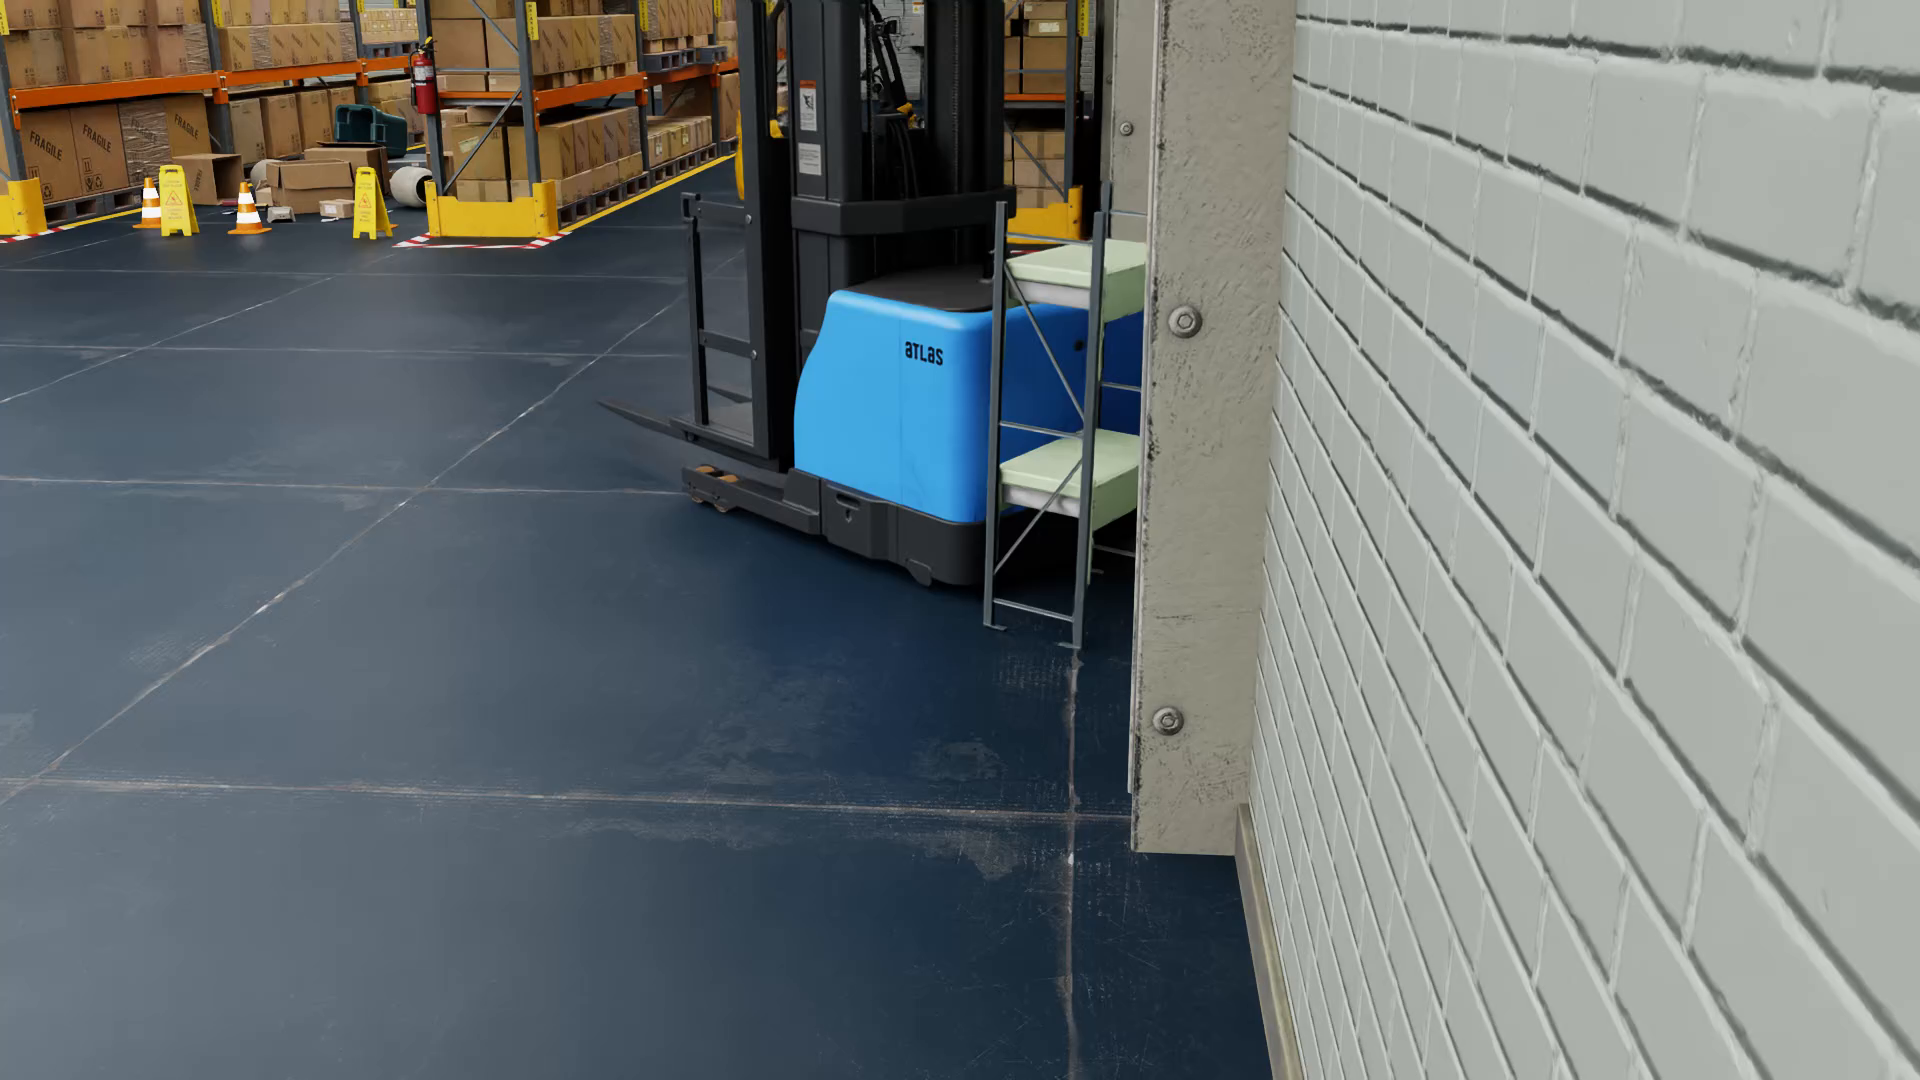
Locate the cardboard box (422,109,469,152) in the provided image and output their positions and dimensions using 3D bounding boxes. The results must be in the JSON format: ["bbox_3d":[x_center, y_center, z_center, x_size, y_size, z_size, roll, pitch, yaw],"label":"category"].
[{"bbox_3d":[-5.908,-4.743,19.380,0.500,0.500,0.500,1,18,4],"label":"cardboard box"}]

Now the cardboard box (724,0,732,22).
[{"bbox_3d":[-3.539,-7.608,23.558,0.500,0.500,0.500,1,18,4],"label":"cardboard box"}]

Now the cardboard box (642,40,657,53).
[{"bbox_3d":[-3.776,-5.786,19.492,0.380,0.149,0.250,2,18,5],"label":"cardboard box"}]

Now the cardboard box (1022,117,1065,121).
[{"bbox_3d":[0.879,-4.171,16.972,0.500,0.250,0.500,1,18,3],"label":"cardboard box"}]

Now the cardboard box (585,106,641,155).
[{"bbox_3d":[-3.906,-4.600,18.683,0.500,0.500,0.500,1,18,3],"label":"cardboard box"}]

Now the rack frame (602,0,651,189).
[{"bbox_3d":[-4.131,-5.541,19.016,1.000,3.000,0.127,1,18,4],"label":"rack frame"}]

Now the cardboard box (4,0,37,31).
[{"bbox_3d":[-9.297,-5.077,15.624,0.875,0.550,0.550,1,18,4],"label":"cardboard box"}]

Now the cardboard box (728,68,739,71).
[{"bbox_3d":[-3.579,-6.740,25.414,0.875,0.875,0.875,2,18,6],"label":"cardboard box"}]

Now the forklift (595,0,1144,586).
[{"bbox_3d":[-0.591,-1.603,7.108,1.130,2.935,3.031,-15,24,-39],"label":"forklift"}]

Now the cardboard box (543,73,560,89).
[{"bbox_3d":[-4.083,-4.439,16.058,0.380,0.149,0.250,1,18,2],"label":"cardboard box"}]

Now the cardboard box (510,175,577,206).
[{"bbox_3d":[-4.084,-3.436,16.333,0.500,0.250,0.500,1,18,3],"label":"cardboard box"}]

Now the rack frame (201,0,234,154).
[{"bbox_3d":[-9.075,-5.620,19.257,1.000,3.000,0.127,1,18,4],"label":"rack frame"}]

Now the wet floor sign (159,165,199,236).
[{"bbox_3d":[-7.389,-3.206,15.670,0.267,0.644,0.232,-2,18,-6],"label":"wet floor sign"}]

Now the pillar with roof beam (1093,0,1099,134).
[{"bbox_3d":[-1.951,-11.059,26.222,9.100,9.000,0.400,1,18,4],"label":"pillar with roof beam"}]

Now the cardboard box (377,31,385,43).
[{"bbox_3d":[-8.517,-7.244,23.943,0.380,0.149,0.250,2,18,7],"label":"cardboard box"}]

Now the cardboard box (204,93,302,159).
[{"bbox_3d":[-9.048,-5.245,21.051,1.050,0.750,0.750,1,18,4],"label":"cardboard box"}]

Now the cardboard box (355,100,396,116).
[{"bbox_3d":[-8.484,-6.088,24.026,0.500,0.500,0.500,1,18,2],"label":"cardboard box"}]

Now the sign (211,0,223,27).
[{"bbox_3d":[-8.522,-6.057,19.074,0.100,0.325,0.005,1,18,4],"label":"sign"}]

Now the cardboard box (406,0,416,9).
[{"bbox_3d":[-8.738,-8.921,27.086,0.500,0.500,0.500,1,18,2],"label":"cardboard box"}]

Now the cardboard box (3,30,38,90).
[{"bbox_3d":[-9.381,-4.565,15.797,0.875,0.550,0.550,1,18,4],"label":"cardboard box"}]

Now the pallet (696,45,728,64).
[{"bbox_3d":[-3.789,-6.468,22.154,1.213,0.211,1.003,1,18,4],"label":"pallet"}]

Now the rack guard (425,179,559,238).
[{"bbox_3d":[-4.412,-3.134,15.686,1.175,0.500,0.348,1,18,4],"label":"rack guard"}]

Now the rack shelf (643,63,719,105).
[{"bbox_3d":[-3.987,-5.820,21.024,1.077,0.370,4.000,1,18,4],"label":"rack shelf"}]

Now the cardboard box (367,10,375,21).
[{"bbox_3d":[-8.546,-7.448,23.610,0.380,0.149,0.250,1,18,2],"label":"cardboard box"}]

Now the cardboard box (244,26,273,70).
[{"bbox_3d":[-8.734,-5.982,20.200,0.500,0.500,0.500,1,18,4],"label":"cardboard box"}]

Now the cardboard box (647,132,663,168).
[{"bbox_3d":[-4.096,-4.655,19.857,0.950,0.372,0.625,2,18,5],"label":"cardboard box"}]

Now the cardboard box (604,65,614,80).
[{"bbox_3d":[-3.919,-4.999,17.766,0.380,0.149,0.250,1,18,3],"label":"cardboard box"}]

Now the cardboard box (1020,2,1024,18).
[{"bbox_3d":[0.420,-5.037,15.798,0.380,0.149,0.250,1,18,4],"label":"cardboard box"}]

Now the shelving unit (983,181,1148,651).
[{"bbox_3d":[0.473,-0.462,5.904,0.431,1.500,0.755,13,22,31],"label":"shelving unit"}]

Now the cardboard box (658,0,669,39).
[{"bbox_3d":[-3.776,-6.224,19.788,0.500,0.500,0.500,1,18,4],"label":"cardboard box"}]

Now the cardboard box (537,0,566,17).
[{"bbox_3d":[-4.447,-5.596,16.939,0.700,0.500,0.500,1,18,4],"label":"cardboard box"}]

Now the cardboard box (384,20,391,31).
[{"bbox_3d":[-8.503,-7.475,24.170,0.380,0.149,0.250,1,18,4],"label":"cardboard box"}]

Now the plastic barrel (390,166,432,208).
[{"bbox_3d":[-5.780,-3.750,17.687,0.512,0.421,0.421,17,25,41],"label":"plastic barrel"}]

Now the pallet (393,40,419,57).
[{"bbox_3d":[-8.688,-7.387,24.958,1.003,0.211,1.213,1,18,4],"label":"pallet"}]

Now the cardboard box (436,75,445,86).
[{"bbox_3d":[-8.303,-7.236,26.324,0.500,0.250,0.500,1,18,2],"label":"cardboard box"}]

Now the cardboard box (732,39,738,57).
[{"bbox_3d":[-3.495,-7.181,24.262,0.500,0.250,0.500,2,18,6],"label":"cardboard box"}]

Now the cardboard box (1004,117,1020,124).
[{"bbox_3d":[0.356,-4.180,16.998,0.500,0.250,0.500,1,18,3],"label":"cardboard box"}]

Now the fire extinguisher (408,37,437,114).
[{"bbox_3d":[-4.885,-4.237,15.159,0.296,0.674,0.183,1,18,4],"label":"fire extinguisher"}]

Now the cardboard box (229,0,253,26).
[{"bbox_3d":[-9.011,-6.457,20.045,0.700,0.500,0.500,1,18,3],"label":"cardboard box"}]

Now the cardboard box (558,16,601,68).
[{"bbox_3d":[-4.009,-5.106,17.049,0.500,0.500,0.500,1,18,3],"label":"cardboard box"}]

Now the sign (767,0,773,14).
[{"bbox_3d":[-3.015,-8.529,26.403,0.100,0.325,0.005,1,18,4],"label":"sign"}]

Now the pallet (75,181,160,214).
[{"bbox_3d":[-9.293,-3.681,17.817,1.003,0.211,1.213,1,18,4],"label":"pallet"}]

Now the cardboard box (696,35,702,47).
[{"bbox_3d":[-3.579,-6.514,21.715,0.380,0.149,0.250,0,18,1],"label":"cardboard box"}]

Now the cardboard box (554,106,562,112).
[{"bbox_3d":[-4.546,-4.724,18.018,0.380,0.149,0.250,2,18,6],"label":"cardboard box"}]

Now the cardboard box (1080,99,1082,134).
[{"bbox_3d":[1.510,-6.126,24.141,0.500,0.500,0.500,2,18,7],"label":"cardboard box"}]
